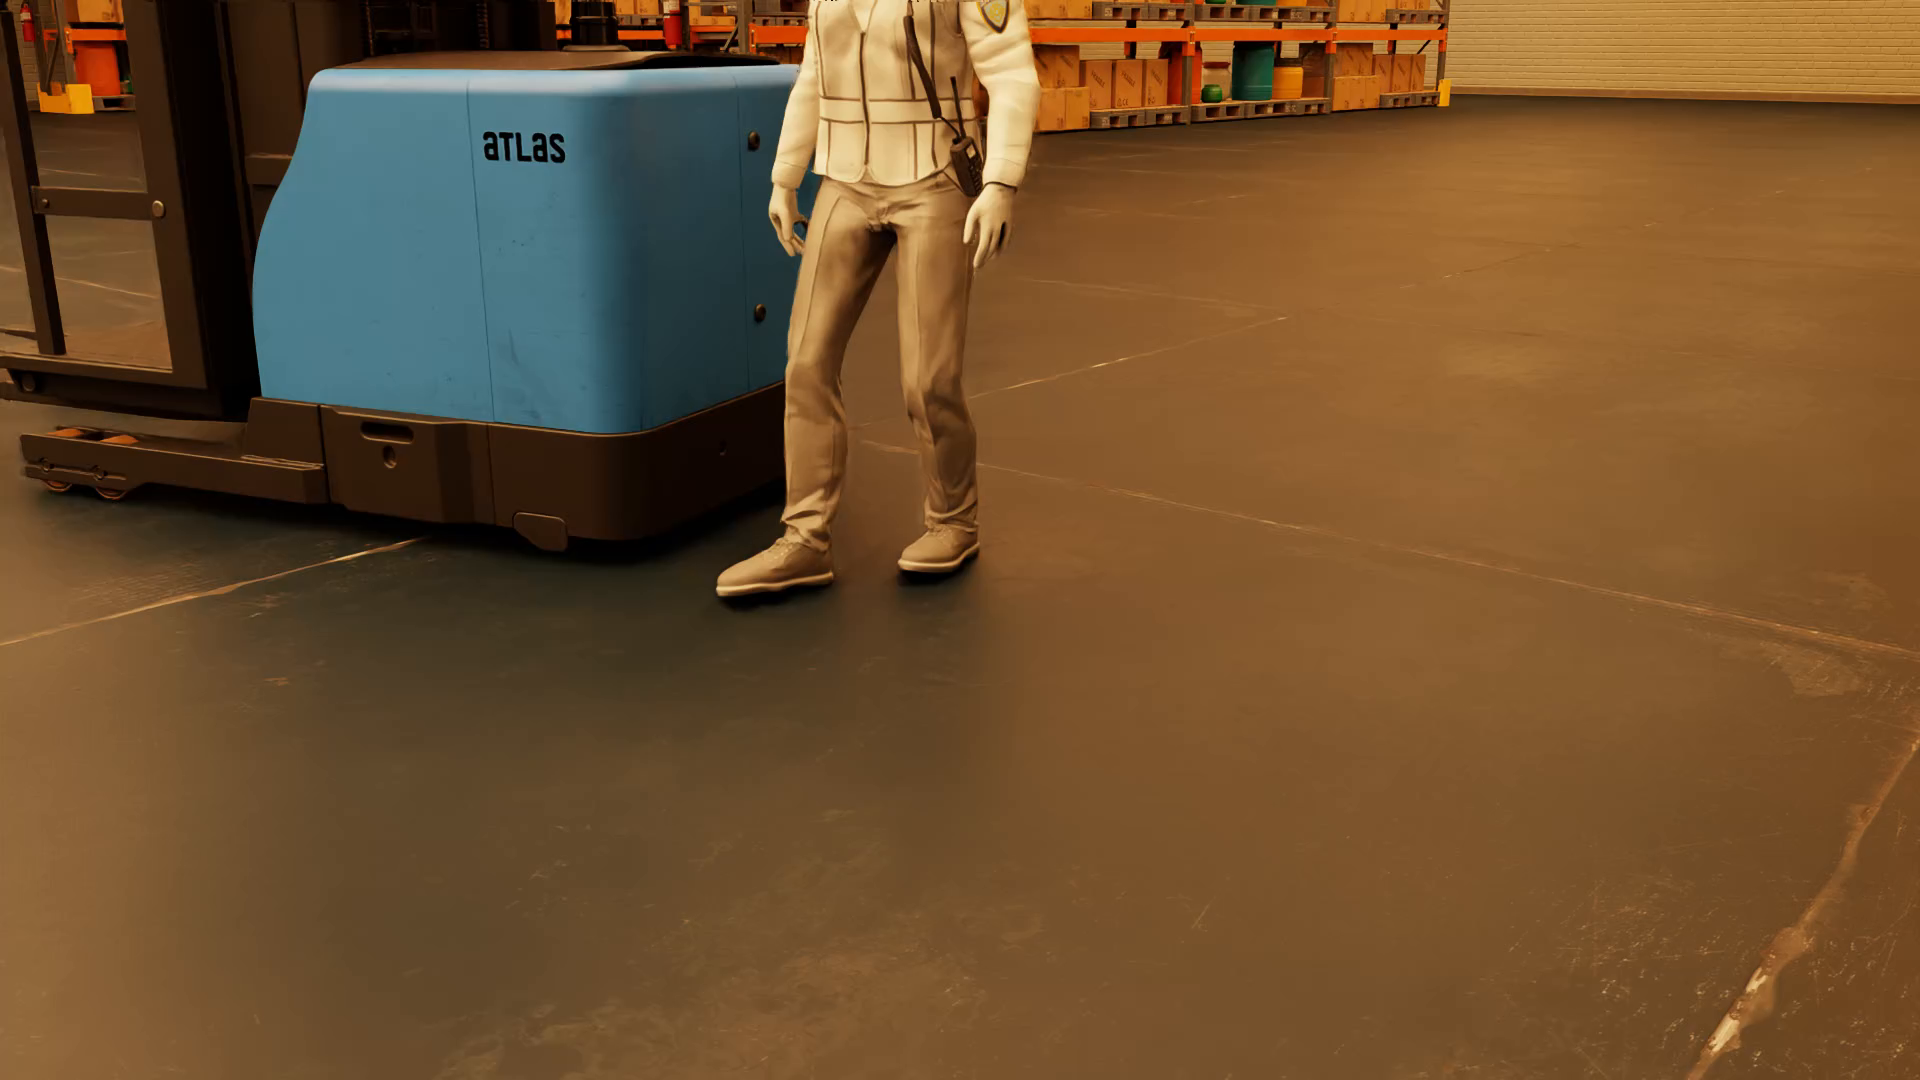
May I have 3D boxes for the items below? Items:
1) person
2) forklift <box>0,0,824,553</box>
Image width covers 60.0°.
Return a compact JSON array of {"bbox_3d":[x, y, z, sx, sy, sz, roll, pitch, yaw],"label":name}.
[{"bbox_3d":[-0.194,-0.689,3.416,0.697,1.620,0.623,9,19,26],"label":"person"},{"bbox_3d":[-1.891,-1.637,4.287,3.031,2.935,1.130,7,18,22],"label":"forklift"}]
